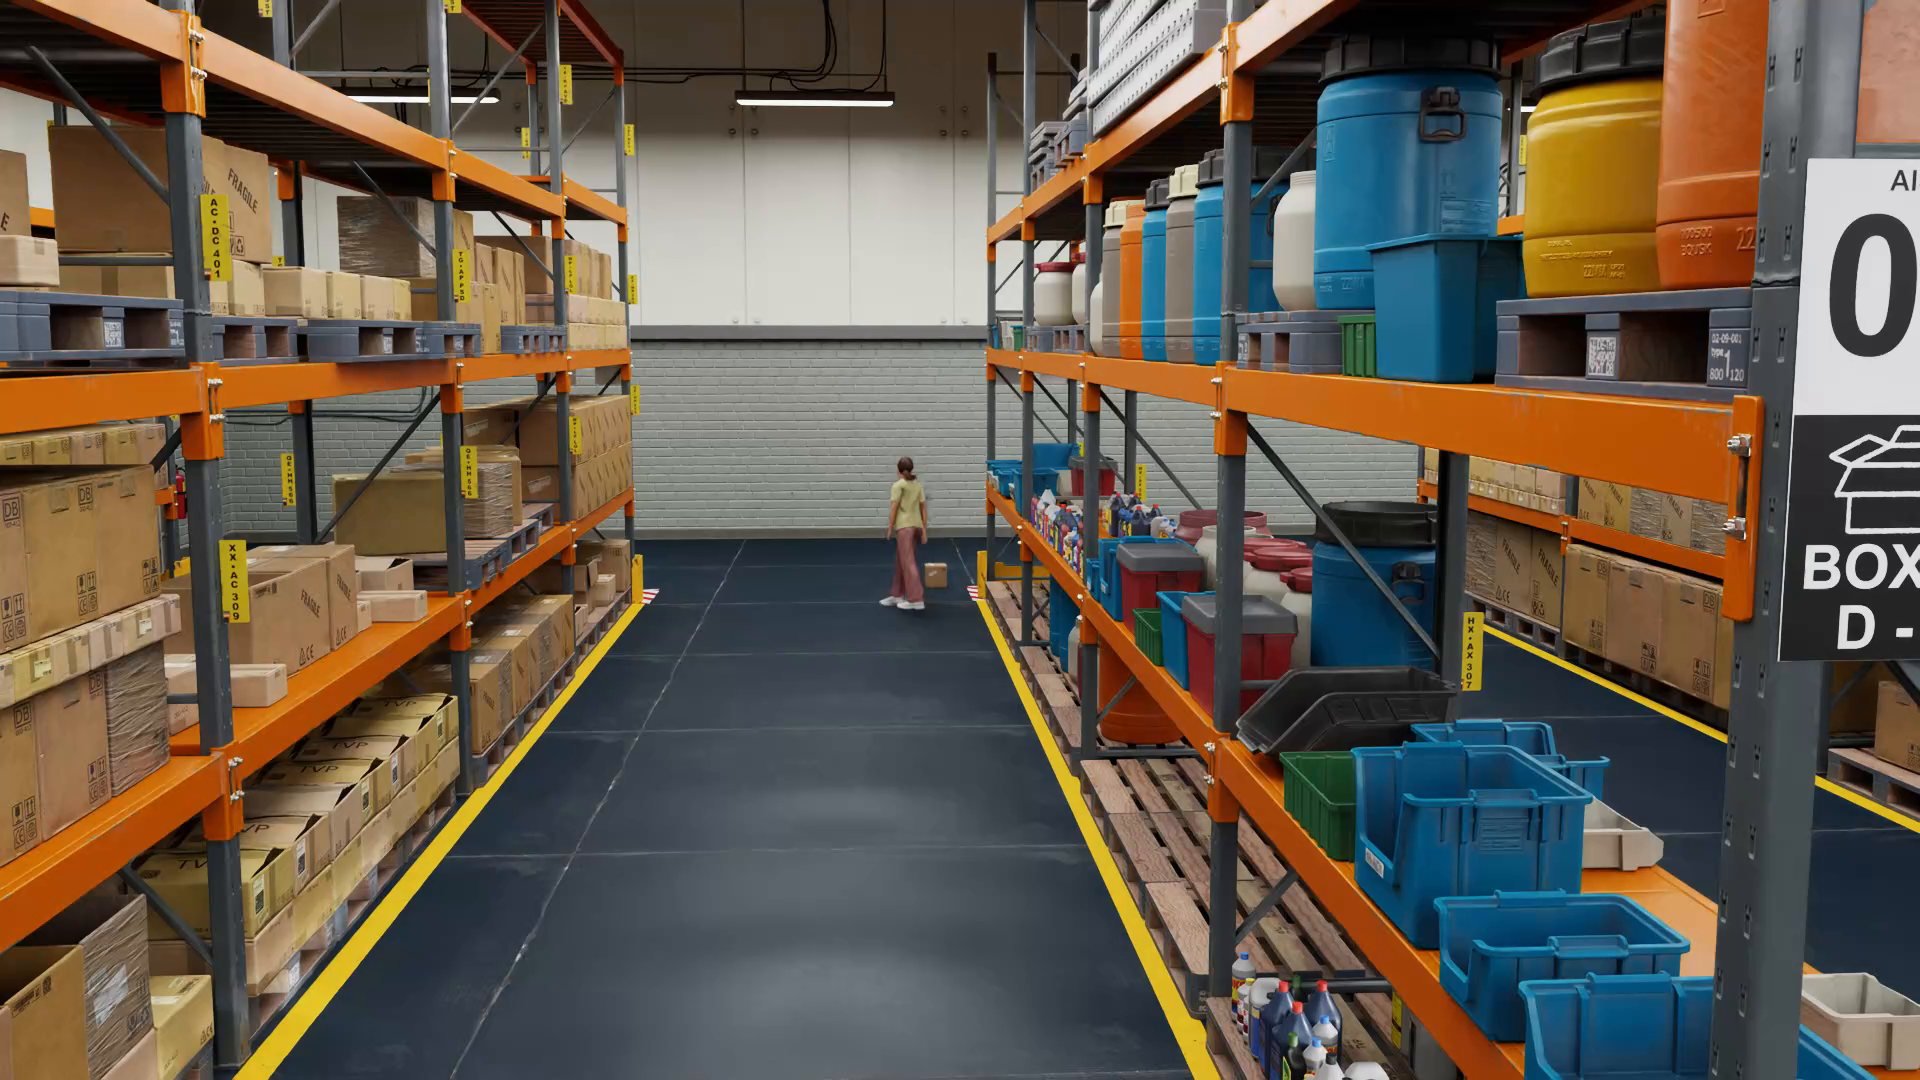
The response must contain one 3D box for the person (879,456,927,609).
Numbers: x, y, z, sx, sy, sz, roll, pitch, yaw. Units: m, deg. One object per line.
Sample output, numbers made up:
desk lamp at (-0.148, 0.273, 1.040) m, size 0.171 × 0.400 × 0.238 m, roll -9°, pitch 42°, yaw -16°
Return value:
person at (-0.608, -0.073, 18.053) m, size 0.790 × 1.660 × 0.540 m, roll 5°, pitch 9°, yaw 38°
